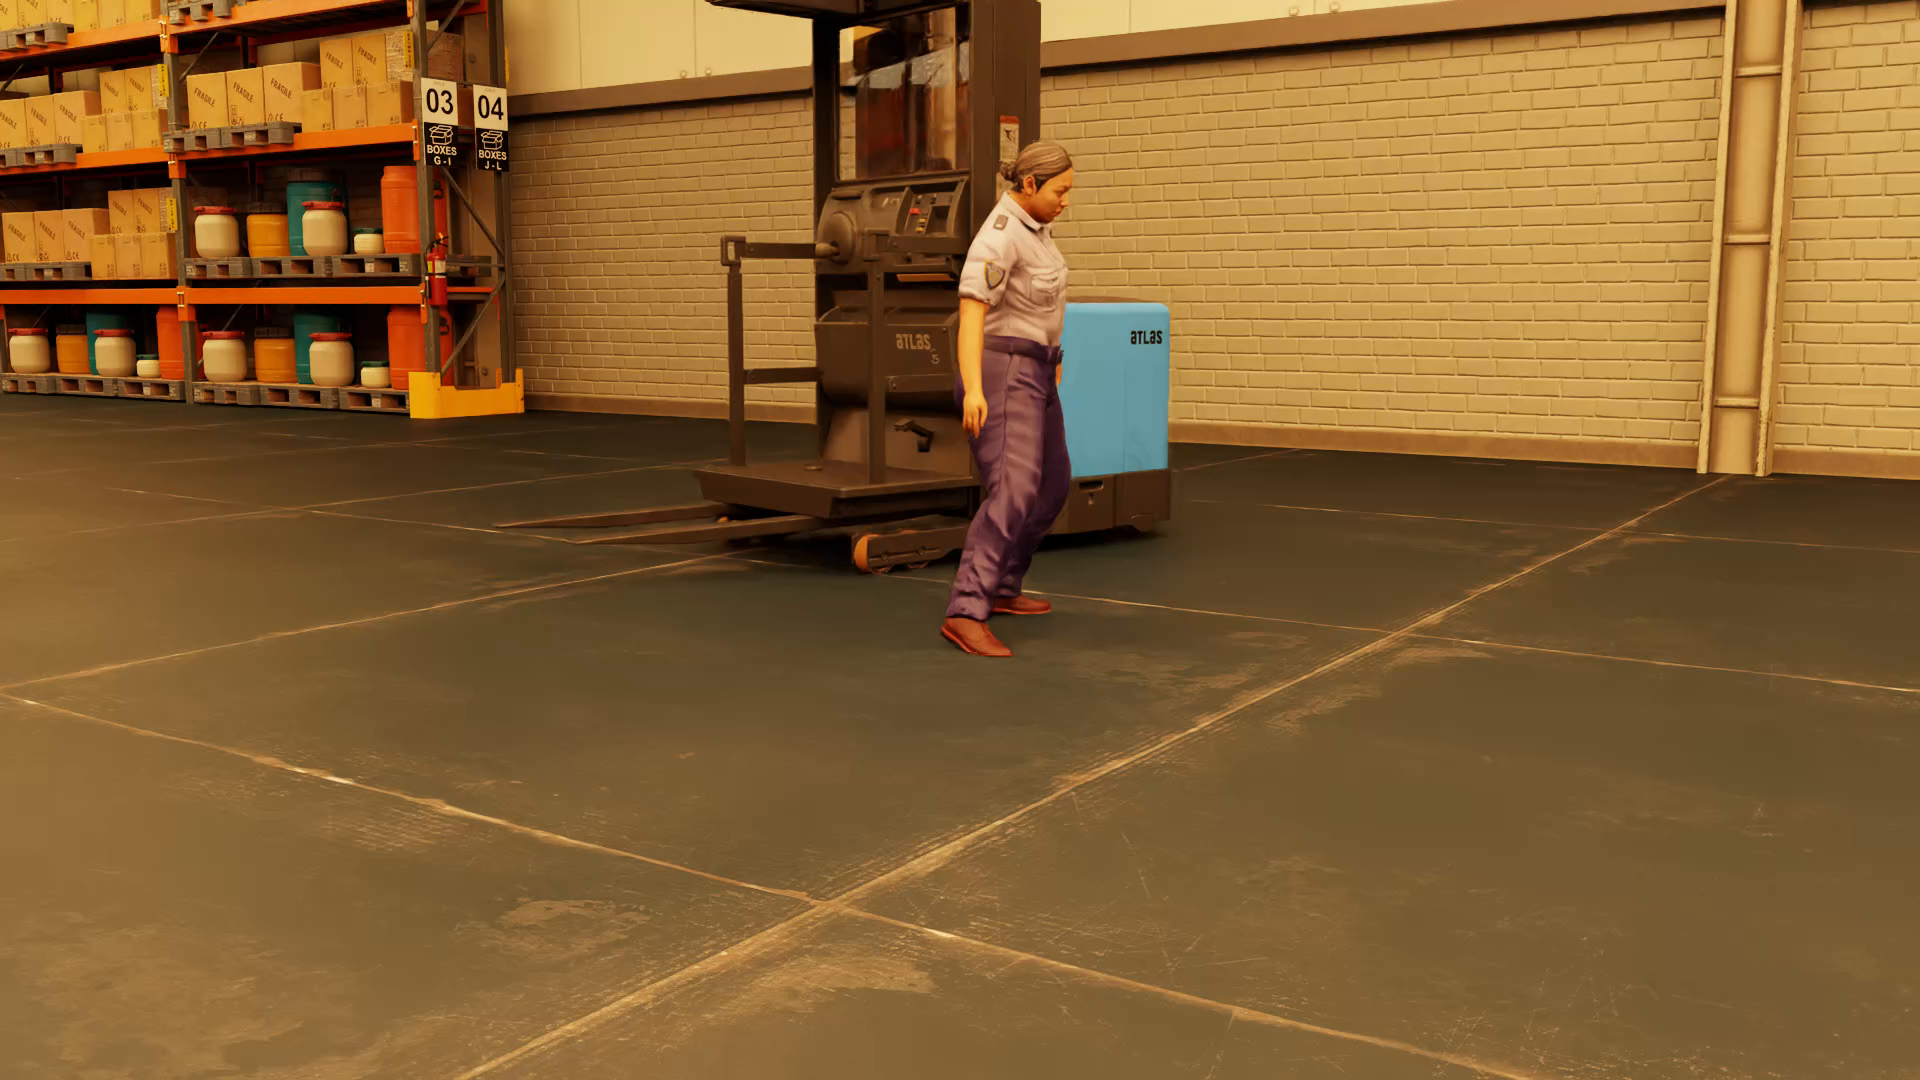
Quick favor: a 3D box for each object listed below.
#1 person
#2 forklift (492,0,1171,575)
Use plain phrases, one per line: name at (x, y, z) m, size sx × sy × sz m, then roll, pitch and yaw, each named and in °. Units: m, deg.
person at (0.179, -0.475, 5.431) m, size 0.384 × 1.606 × 0.929 m, roll 2°, pitch 8°, yaw 12°
forklift at (-0.457, -1.394, 6.997) m, size 3.031 × 2.935 × 1.130 m, roll -7°, pitch 11°, yaw -41°
